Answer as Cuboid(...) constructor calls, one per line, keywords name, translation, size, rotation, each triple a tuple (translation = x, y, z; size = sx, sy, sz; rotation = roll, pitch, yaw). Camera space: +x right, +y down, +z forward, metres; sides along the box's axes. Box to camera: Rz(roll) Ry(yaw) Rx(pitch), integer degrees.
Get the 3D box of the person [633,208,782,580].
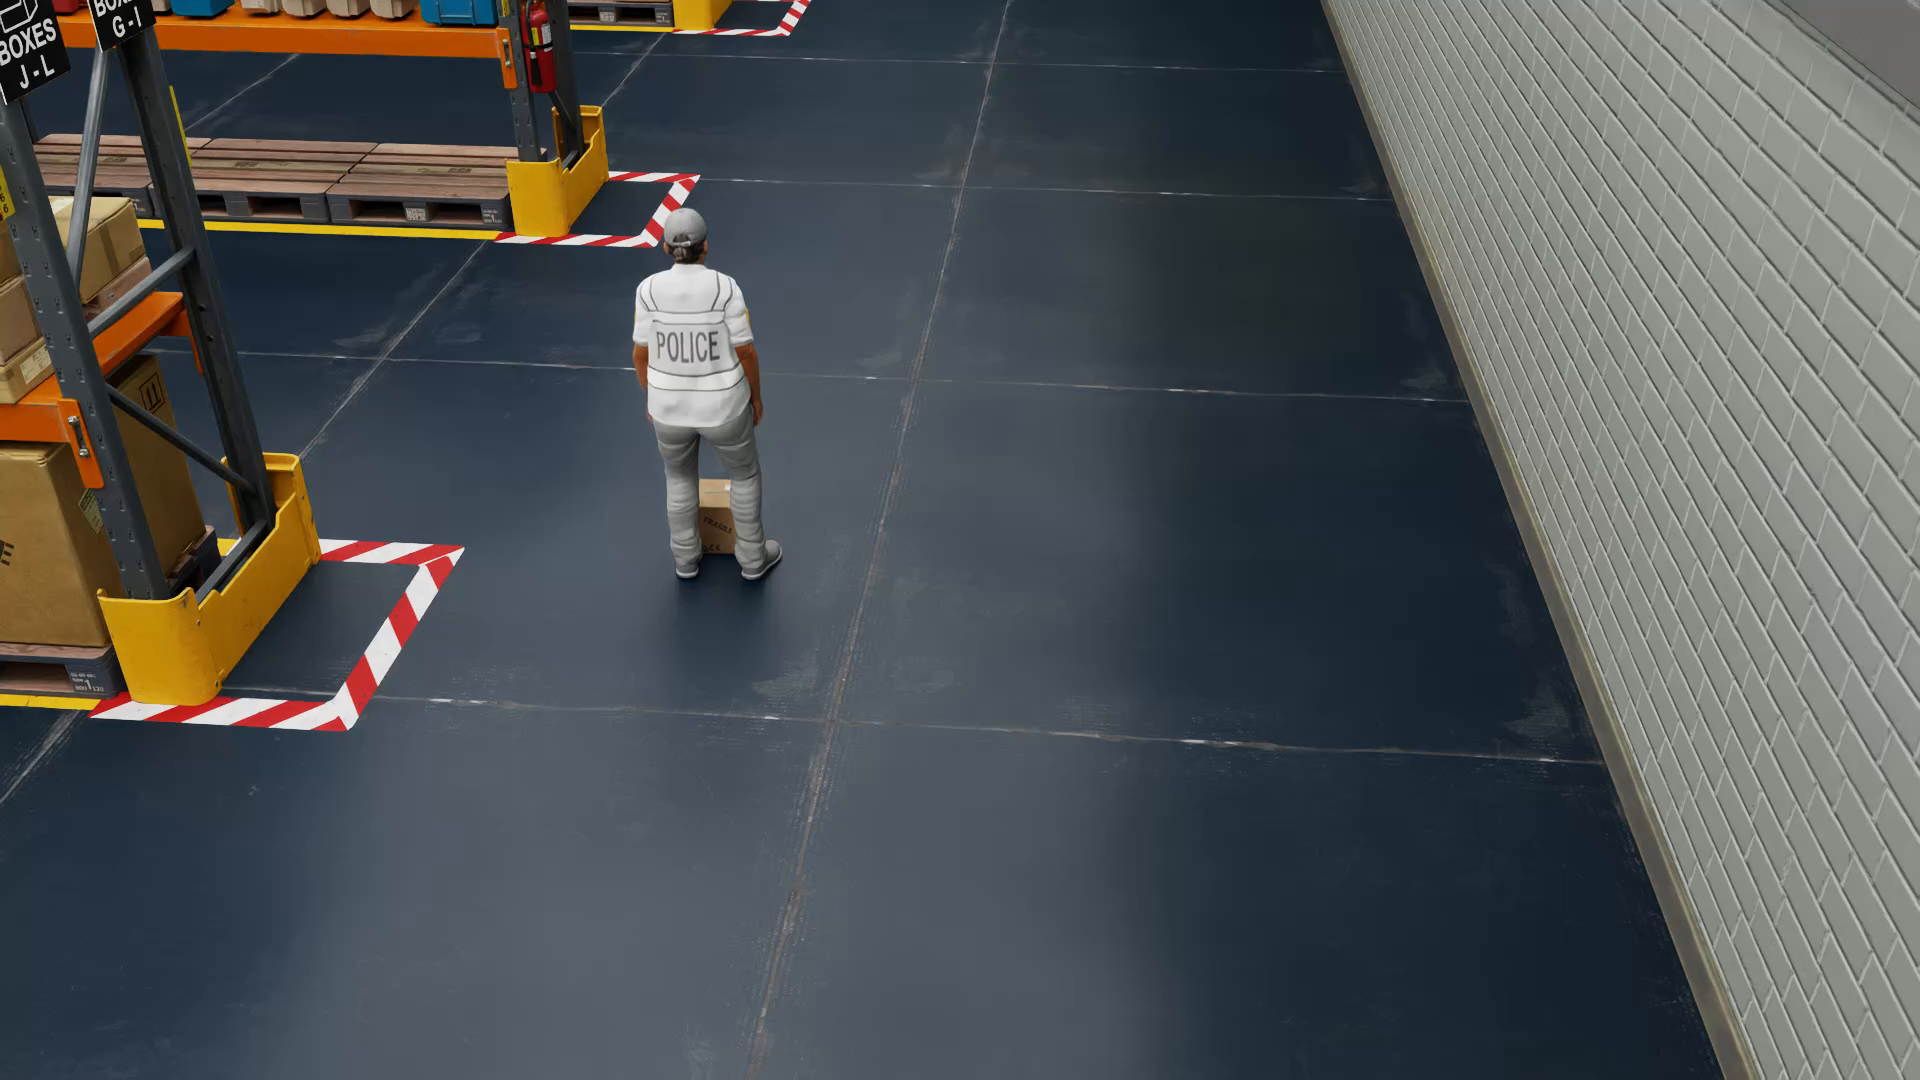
Cuboid(name="person", translation=(-1.084, -0.588, 7.067), size=(0.541, 1.665, 0.465), rotation=(1, 32, 2))
